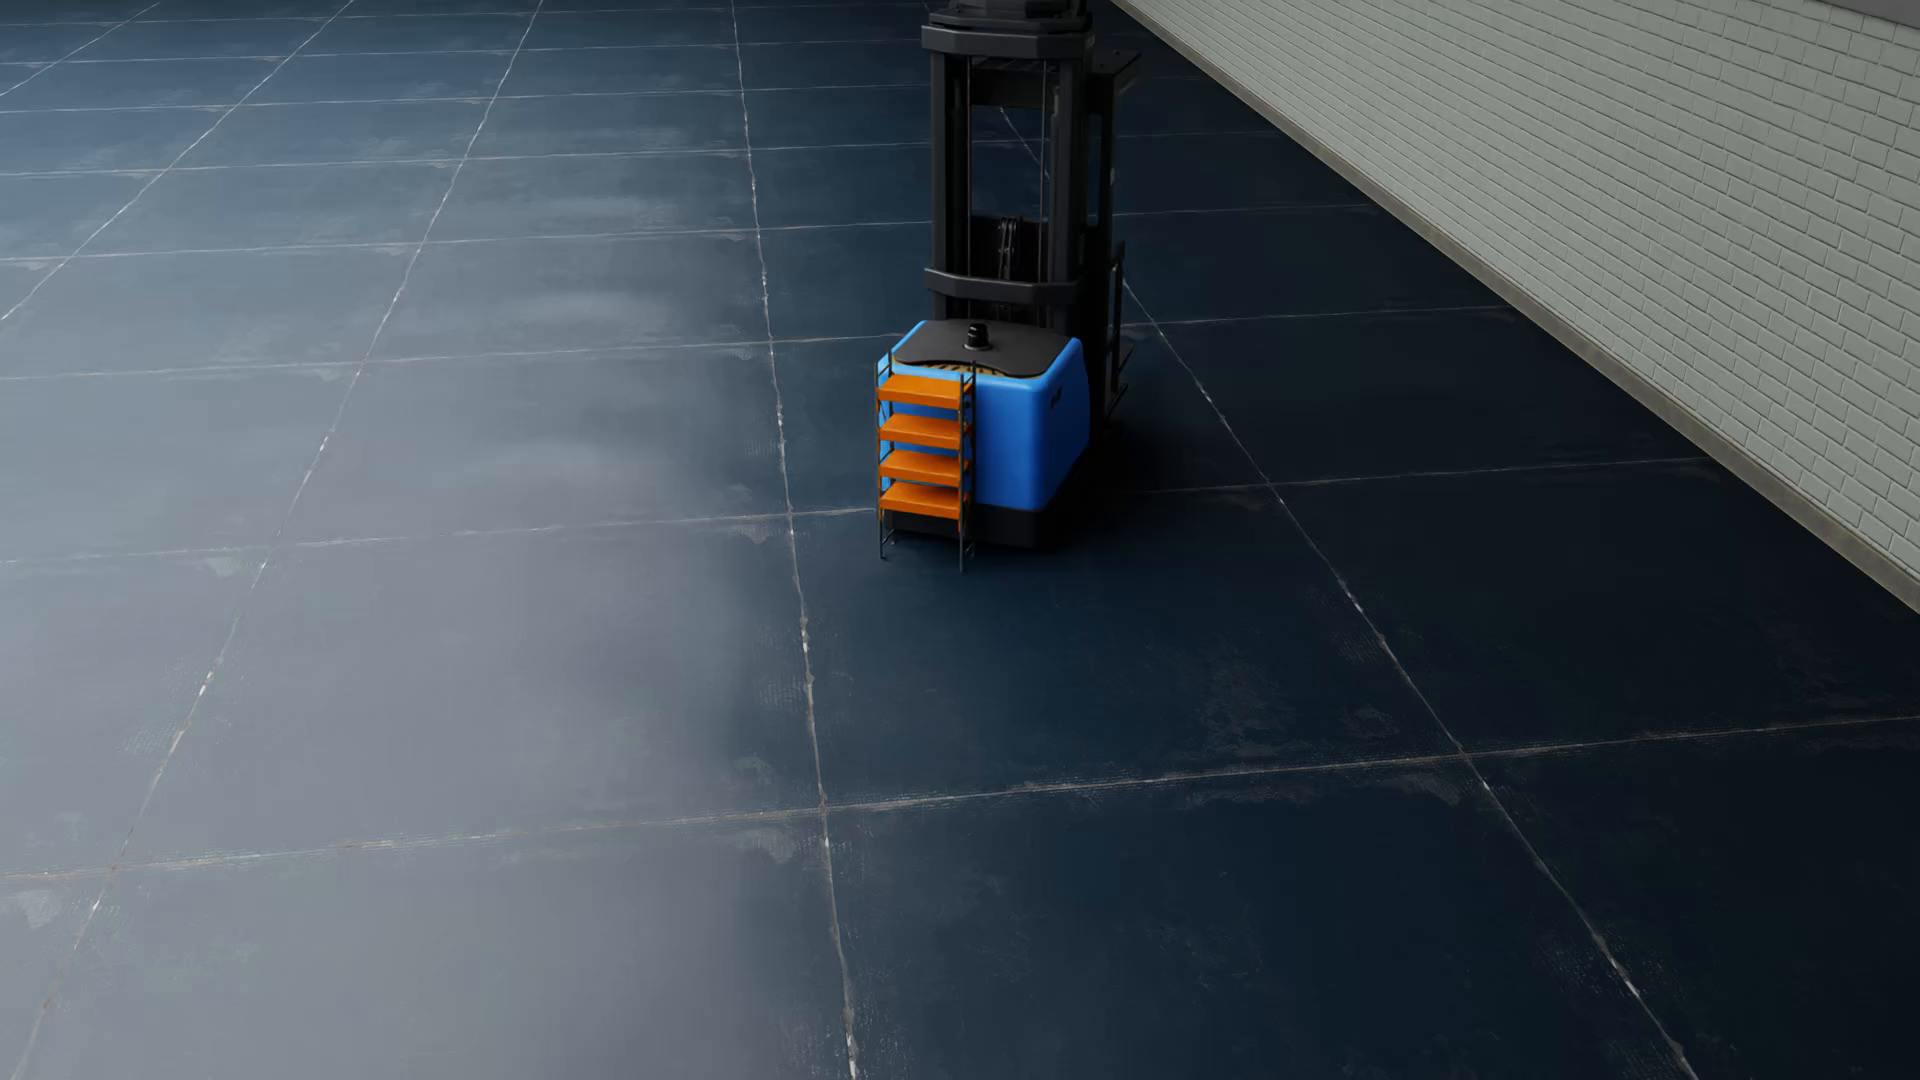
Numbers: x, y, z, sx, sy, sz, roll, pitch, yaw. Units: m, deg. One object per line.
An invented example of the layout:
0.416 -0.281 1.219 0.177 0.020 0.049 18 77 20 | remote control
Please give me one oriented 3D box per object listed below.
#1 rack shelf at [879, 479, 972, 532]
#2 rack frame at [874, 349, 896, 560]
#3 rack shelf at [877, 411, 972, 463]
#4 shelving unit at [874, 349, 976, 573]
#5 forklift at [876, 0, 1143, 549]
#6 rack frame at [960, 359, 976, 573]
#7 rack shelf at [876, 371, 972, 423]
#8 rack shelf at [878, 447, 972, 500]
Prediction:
-0.189 -0.198 9.404 0.480 0.148 0.258 9 28 16 | rack shelf
-0.420 -0.469 9.350 0.015 1.200 0.240 9 28 16 | rack frame
-0.189 -0.574 9.211 0.480 0.148 0.258 9 28 16 | rack shelf
-0.189 -0.435 9.282 0.503 1.200 0.258 9 28 16 | shelving unit
0.453 -1.907 10.257 1.130 2.935 3.031 9 28 16 | forklift
0.043 -0.400 9.214 0.015 1.200 0.240 9 28 16 | rack frame
-0.189 -0.784 9.103 0.480 0.148 0.258 9 28 16 | rack shelf
-0.189 -0.375 9.313 0.480 0.148 0.258 9 28 16 | rack shelf
